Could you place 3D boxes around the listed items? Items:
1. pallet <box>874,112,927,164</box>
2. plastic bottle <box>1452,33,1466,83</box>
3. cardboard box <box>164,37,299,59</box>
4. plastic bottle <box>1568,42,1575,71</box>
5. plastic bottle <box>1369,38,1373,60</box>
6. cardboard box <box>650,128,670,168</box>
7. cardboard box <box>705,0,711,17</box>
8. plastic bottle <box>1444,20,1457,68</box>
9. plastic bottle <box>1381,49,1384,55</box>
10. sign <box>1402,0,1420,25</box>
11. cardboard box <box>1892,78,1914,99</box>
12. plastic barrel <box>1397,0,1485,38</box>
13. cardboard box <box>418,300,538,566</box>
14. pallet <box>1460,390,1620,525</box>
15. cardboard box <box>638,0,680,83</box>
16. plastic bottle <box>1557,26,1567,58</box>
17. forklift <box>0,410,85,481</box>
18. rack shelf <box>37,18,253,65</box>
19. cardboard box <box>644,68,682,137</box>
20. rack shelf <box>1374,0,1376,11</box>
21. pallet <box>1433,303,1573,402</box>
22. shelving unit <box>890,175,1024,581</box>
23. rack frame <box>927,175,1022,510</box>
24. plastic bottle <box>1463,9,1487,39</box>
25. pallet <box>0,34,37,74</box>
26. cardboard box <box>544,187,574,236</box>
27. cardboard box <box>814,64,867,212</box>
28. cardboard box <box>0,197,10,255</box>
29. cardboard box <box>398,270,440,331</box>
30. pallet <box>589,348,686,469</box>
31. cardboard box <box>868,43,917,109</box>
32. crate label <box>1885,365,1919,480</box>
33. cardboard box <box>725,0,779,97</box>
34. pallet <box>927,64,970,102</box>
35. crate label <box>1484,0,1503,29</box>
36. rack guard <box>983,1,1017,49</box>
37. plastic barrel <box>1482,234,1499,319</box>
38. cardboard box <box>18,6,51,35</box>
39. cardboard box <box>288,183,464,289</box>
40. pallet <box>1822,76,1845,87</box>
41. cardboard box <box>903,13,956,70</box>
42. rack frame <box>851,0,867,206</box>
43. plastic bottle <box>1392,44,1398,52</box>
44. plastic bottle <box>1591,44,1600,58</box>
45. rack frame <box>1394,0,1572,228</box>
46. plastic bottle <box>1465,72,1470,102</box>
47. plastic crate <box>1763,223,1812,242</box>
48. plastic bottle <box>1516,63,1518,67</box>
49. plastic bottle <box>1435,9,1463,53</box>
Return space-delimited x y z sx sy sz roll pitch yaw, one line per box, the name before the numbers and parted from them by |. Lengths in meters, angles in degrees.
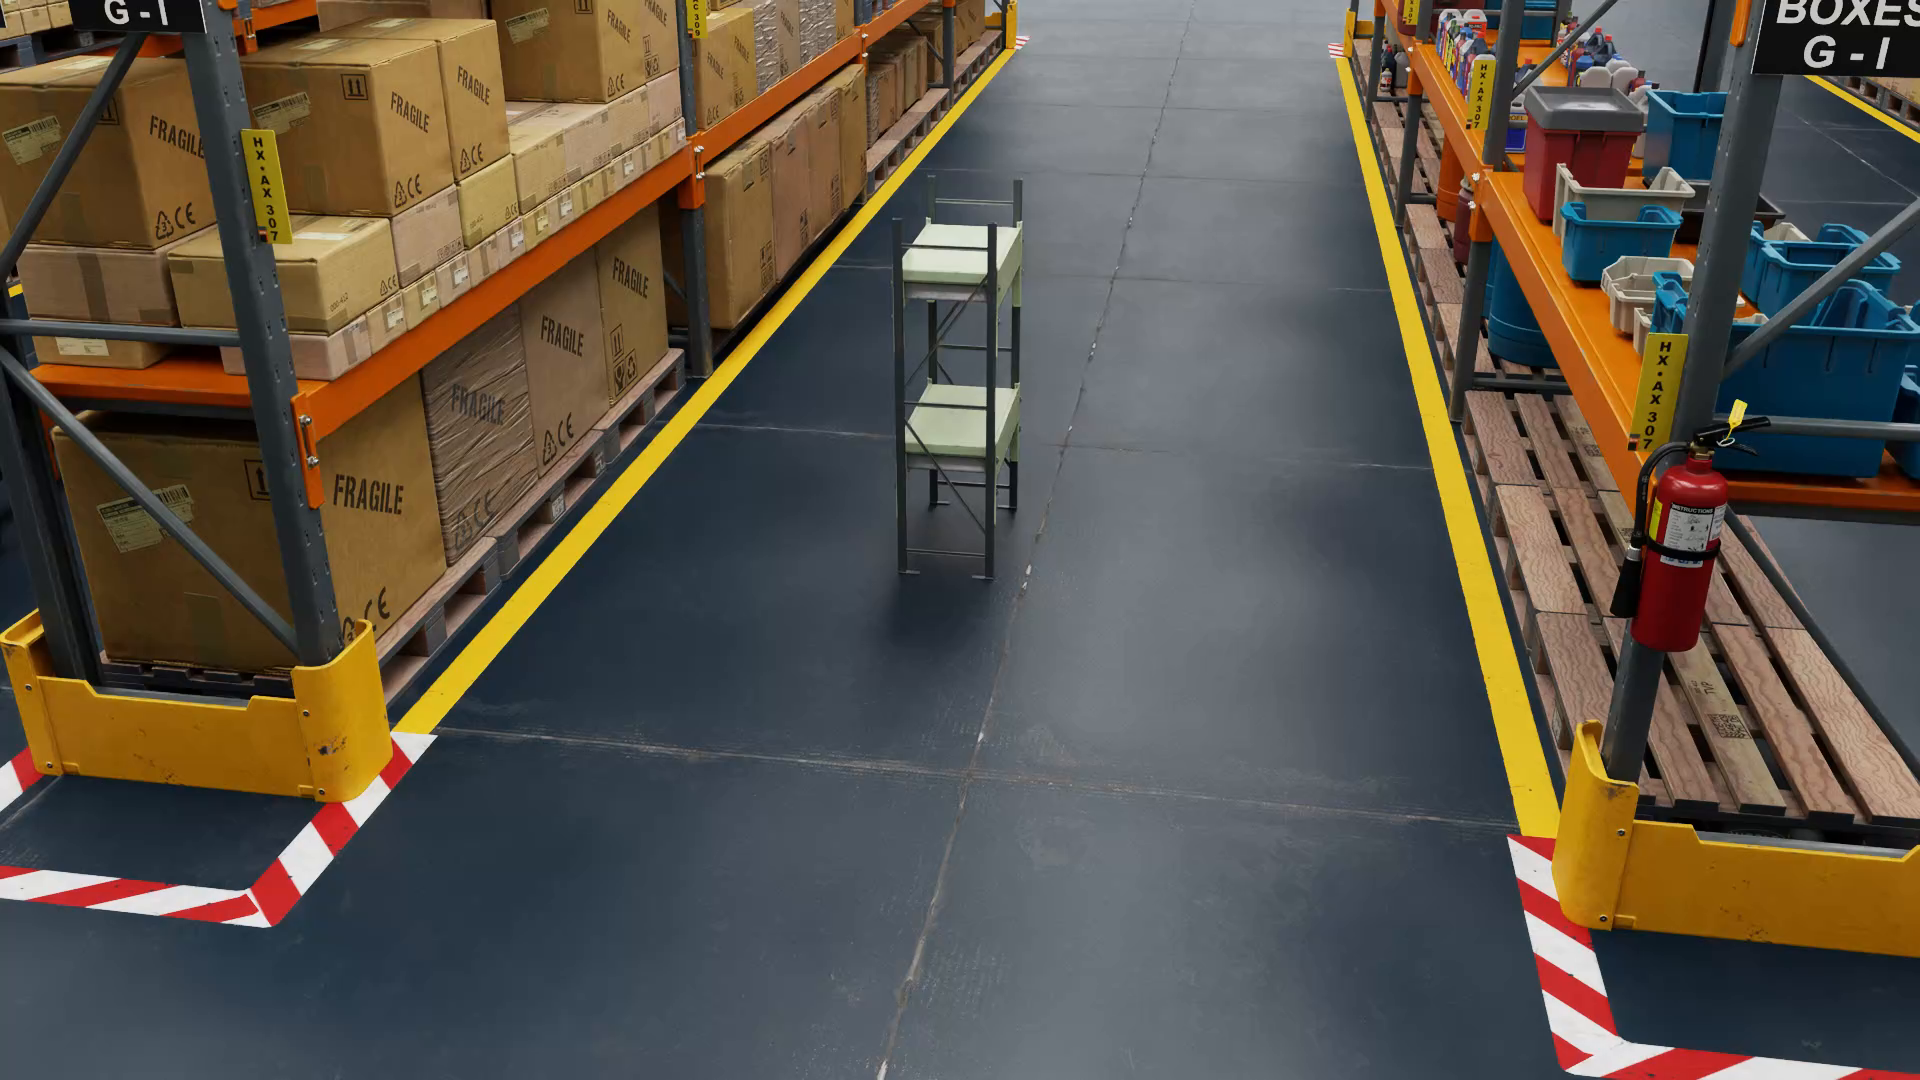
pallet | -0.886 -3.537 14.558 1.003 0.211 1.213 4 25 9
plastic bottle | 3.046 -2.930 10.109 0.061 0.283 0.133 4 25 9
cardboard box | -5.905 -3.770 13.925 1.050 0.750 0.750 4 25 8
plastic bottle | 3.902 -3.067 10.499 0.097 0.201 0.097 0 25 0
plastic bottle | 4.374 -5.194 17.508 0.097 0.271 0.097 0 25 0
cardboard box | -1.639 -1.920 8.110 0.380 0.149 0.250 5 25 10
cardboard box | -1.774 -3.059 8.946 0.797 0.503 0.637 3 25 7
plastic bottle | 3.138 -3.164 10.608 0.061 0.283 0.133 4 25 9
plastic bottle | 4.161 -4.704 16.447 0.061 0.283 0.133 6 26 12
sign | 3.126 -3.731 11.489 0.100 0.325 0.005 4 25 9
cardboard box | 9.161 -4.312 15.672 0.500 0.250 0.500 4 25 9
plastic barrel | 3.447 -3.898 11.880 0.600 0.536 0.708 4 25 9
cardboard box | -2.349 -0.501 6.792 0.875 0.875 0.875 4 25 9
pallet | 2.934 -0.376 7.803 1.003 0.211 1.213 4 25 9
cardboard box | -1.681 -2.487 7.967 0.500 0.500 0.500 5 25 10
plastic bottle | 3.988 -3.286 10.966 0.097 0.201 0.097 0 25 0
forklift | -4.714 -1.152 6.254 1.130 2.935 3.031 3 25 7
rack shelf | -6.420 -3.188 11.372 1.077 0.370 4.000 4 25 9
cardboard box | -1.683 -2.156 8.143 0.500 0.250 0.500 4 25 8
rack shelf | 4.651 -5.805 16.963 1.077 0.370 4.000 4 25 9
pallet | 3.183 -1.006 9.149 1.003 0.211 1.213 4 25 9
shelving unit | 0.001 -0.682 6.938 0.431 1.500 0.755 4 25 9
rack frame | 0.061 -0.835 7.265 0.400 1.500 0.023 4 25 9
plastic bottle | 3.430 -3.396 11.114 0.152 0.276 0.135 4 25 9
pallet | -6.478 -2.900 10.134 1.003 0.211 1.213 4 25 9
cardboard box | -1.849 -1.384 6.965 0.380 0.149 0.250 4 25 9
cardboard box | -1.350 -2.905 11.930 1.225 0.875 0.875 3 25 6
cardboard box | -6.364 -2.026 10.494 0.500 0.500 0.500 5 26 11
cardboard box | -2.058 -0.845 5.814 0.380 0.149 0.250 3 25 7
pallet | -2.072 -0.716 8.531 1.003 0.211 1.213 4 25 9
cardboard box | -0.781 -4.251 15.224 0.700 0.500 0.500 4 25 8
crate label | 2.728 -0.308 4.495 0.416 0.233 0.303 4 25 9
cardboard box | -1.385 -2.932 9.857 0.500 0.500 0.500 3 25 7
pallet | -0.488 -4.658 16.953 1.003 0.211 1.213 4 25 9
crate label | 4.099 -4.034 12.289 0.502 0.435 0.616 4 25 9
rack guard | 0.079 -6.147 19.792 1.175 0.500 0.348 4 25 9
plastic barrel | 3.238 -1.711 9.347 0.600 0.901 0.708 4 25 9
cardboard box | -6.061 -3.319 10.604 0.380 0.149 0.250 3 25 6
cardboard box | -2.101 -1.086 5.857 0.500 0.250 0.500 4 25 8
pallet | 9.780 -5.037 17.762 1.003 0.211 1.213 4 25 9
cardboard box | -0.372 -5.100 17.061 0.500 0.500 0.500 13 28 25
rack frame | -1.216 -3.965 12.182 1.000 3.000 0.127 4 25 9
plastic bottle | 4.364 -4.829 16.713 0.061 0.283 0.133 4 25 9
plastic bottle | 3.726 -2.763 9.752 0.061 0.283 0.133 4 25 9
rack frame | 3.670 -3.622 11.449 1.000 3.000 0.127 4 25 9
plastic bottle | 2.956 -2.613 9.529 0.097 0.201 0.097 0 25 0
plastic crate | 3.028 -1.107 6.318 0.293 0.136 0.466 4 25 9
plastic bottle | 3.052 -2.497 9.198 0.097 0.271 0.097 0 25 0
plastic bottle | 3.280 -3.407 11.136 0.152 0.276 0.135 4 25 9
